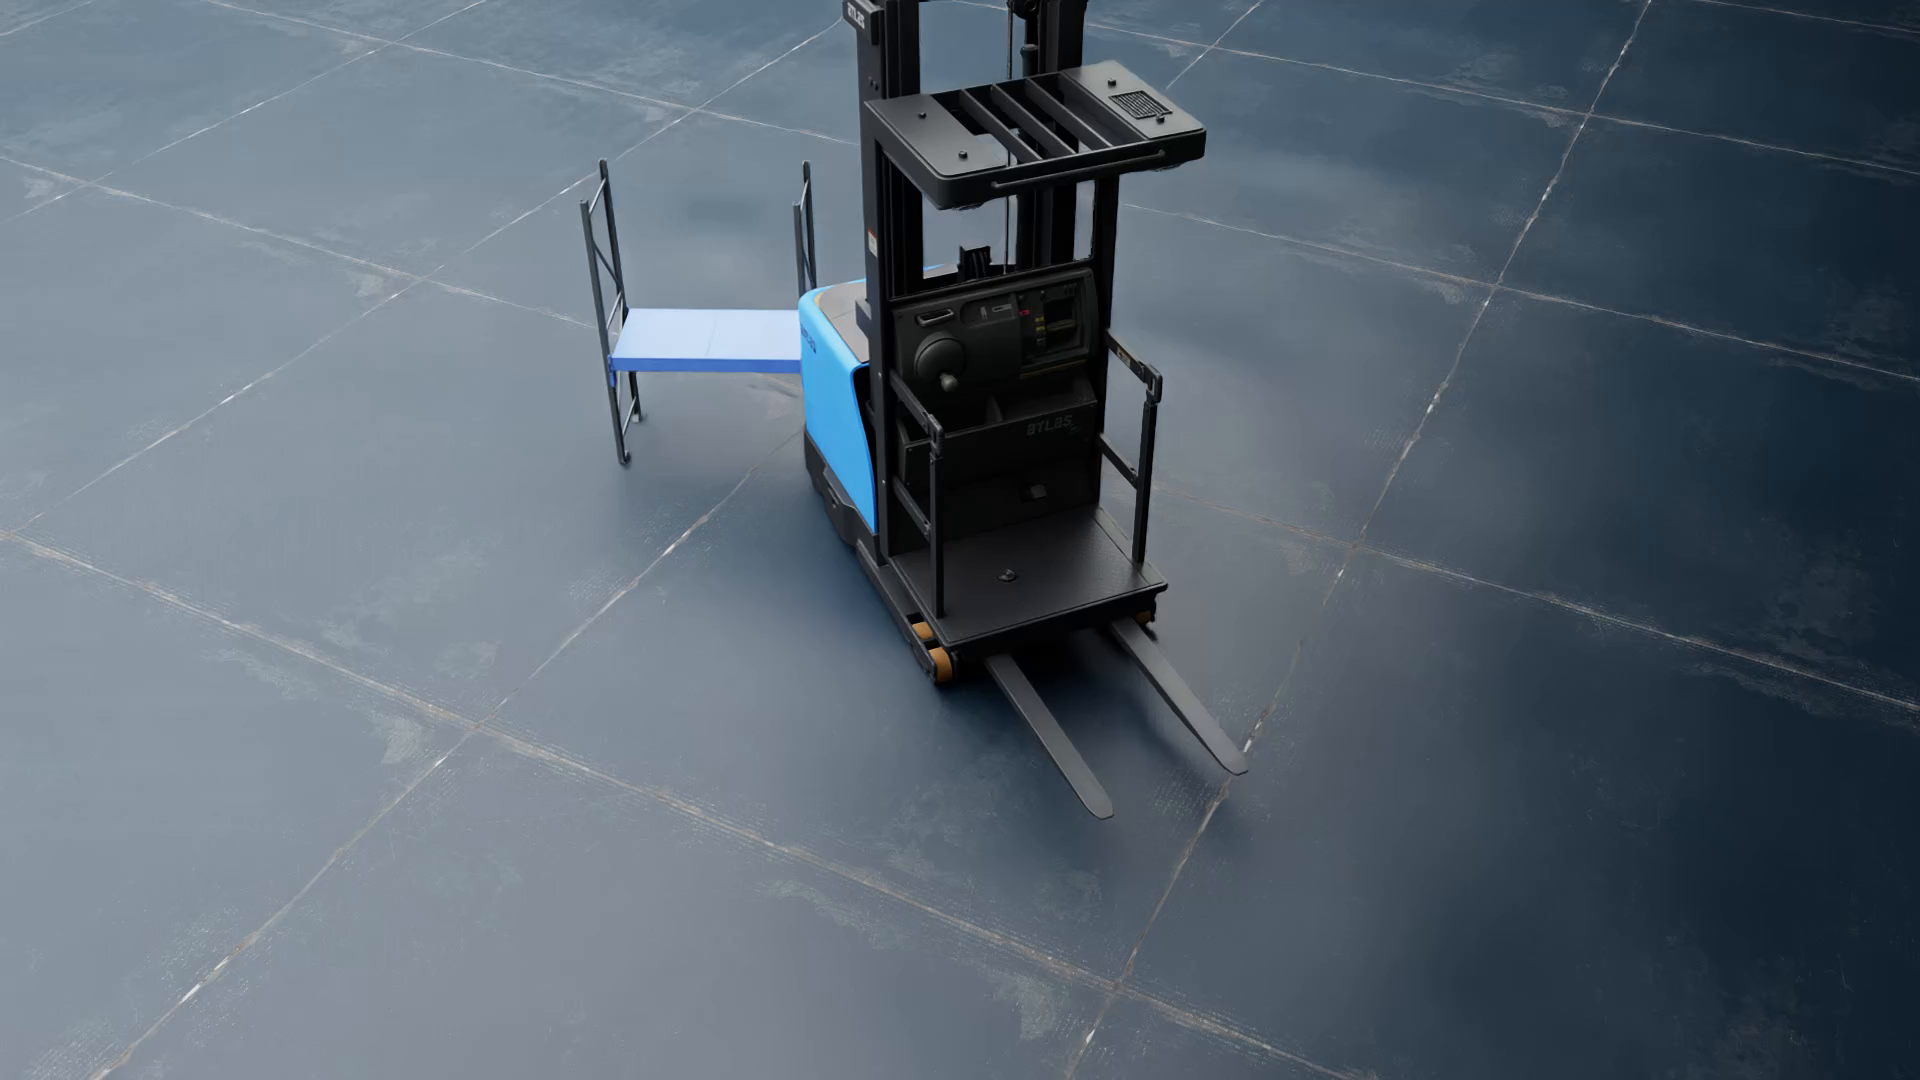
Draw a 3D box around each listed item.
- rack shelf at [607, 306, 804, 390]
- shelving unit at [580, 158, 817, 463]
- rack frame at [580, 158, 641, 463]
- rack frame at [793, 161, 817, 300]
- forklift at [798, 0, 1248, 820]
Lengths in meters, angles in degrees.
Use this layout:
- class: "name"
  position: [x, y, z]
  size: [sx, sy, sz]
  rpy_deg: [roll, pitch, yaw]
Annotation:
- class: "rack shelf"
  position: [-1.278, -1.004, 8.650]
  size: [1.000, 0.185, 0.538]
  rpy_deg: [1, 37, 1]
- class: "shelving unit"
  position: [-1.278, -1.148, 8.541]
  size: [1.048, 1.500, 0.538]
  rpy_deg: [1, 37, 1]
- class: "rack frame"
  position: [-1.787, -1.156, 8.552]
  size: [0.032, 1.500, 0.500]
  rpy_deg: [1, 37, 1]
- class: "rack frame"
  position: [-0.770, -1.140, 8.531]
  size: [0.032, 1.500, 0.500]
  rpy_deg: [1, 37, 1]
- class: "forklift"
  position: [0.249, -0.821, 6.927]
  size: [1.130, 2.935, 3.031]
  rpy_deg: [-15, 40, -19]
